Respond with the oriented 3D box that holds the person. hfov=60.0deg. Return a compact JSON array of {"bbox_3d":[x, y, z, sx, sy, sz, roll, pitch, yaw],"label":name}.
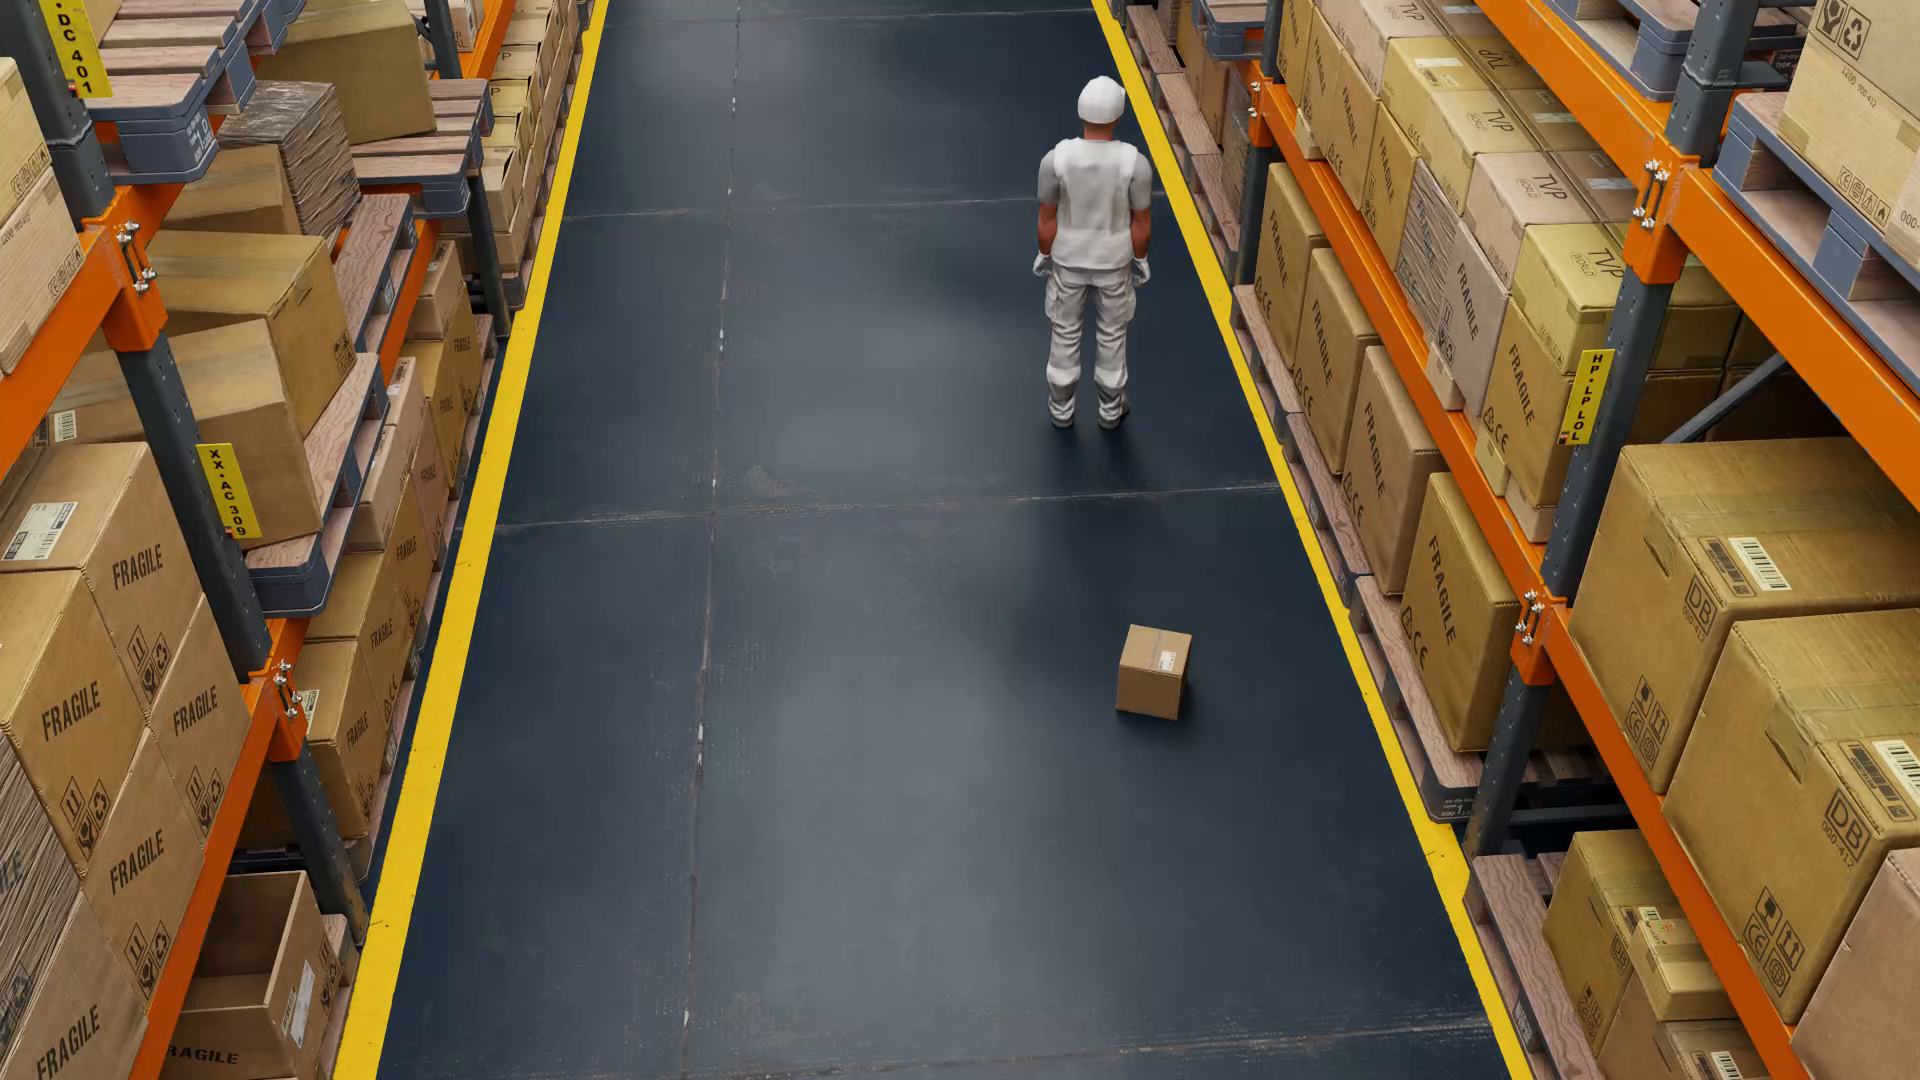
[{"bbox_3d":[0.620,-1.320,7.772,0.546,1.795,0.360,4,39,5],"label":"person"}]
